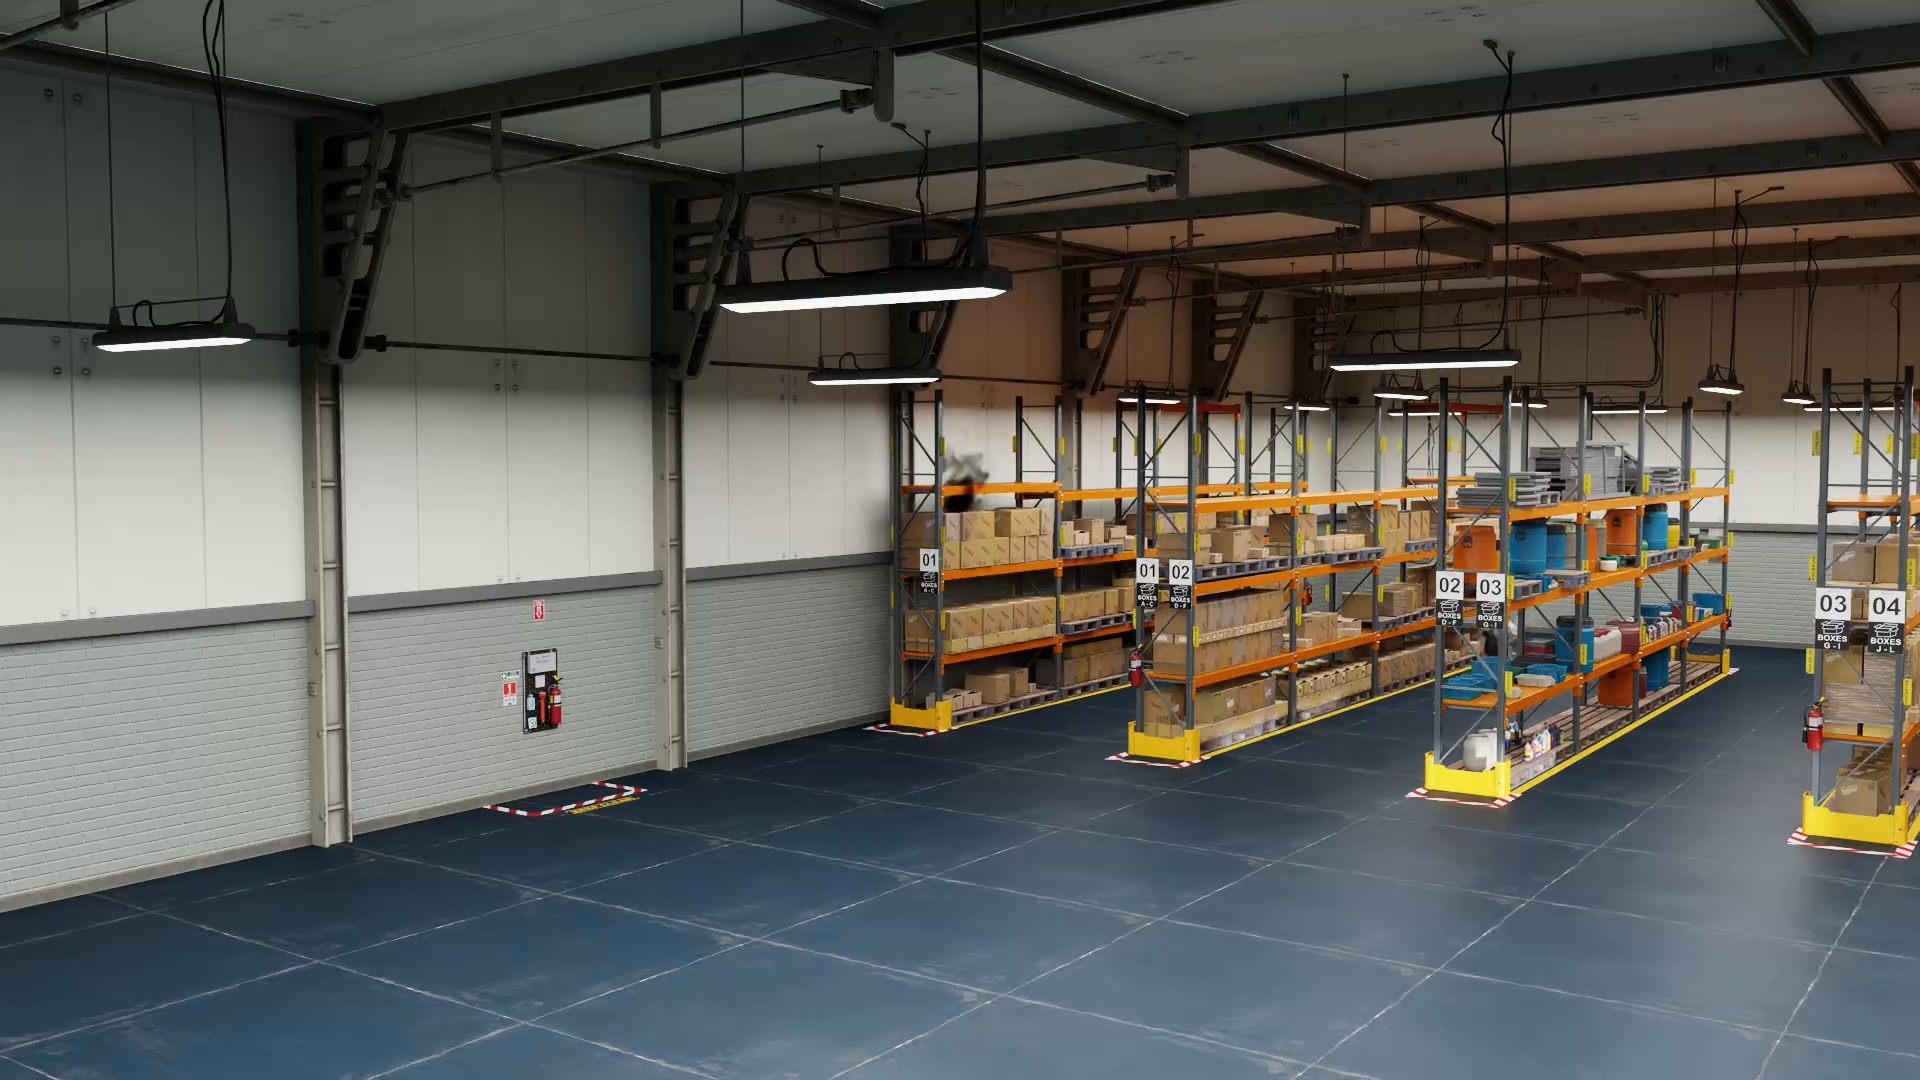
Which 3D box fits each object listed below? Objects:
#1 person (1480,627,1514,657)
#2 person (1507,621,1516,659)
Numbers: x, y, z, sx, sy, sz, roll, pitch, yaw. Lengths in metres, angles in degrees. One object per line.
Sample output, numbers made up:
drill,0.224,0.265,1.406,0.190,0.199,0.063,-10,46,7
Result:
person,10.536,2.307,32.672,0.638,1.762,0.699,1,3,18
person,11.130,2.256,34.175,0.577,1.679,0.663,2,4,25
